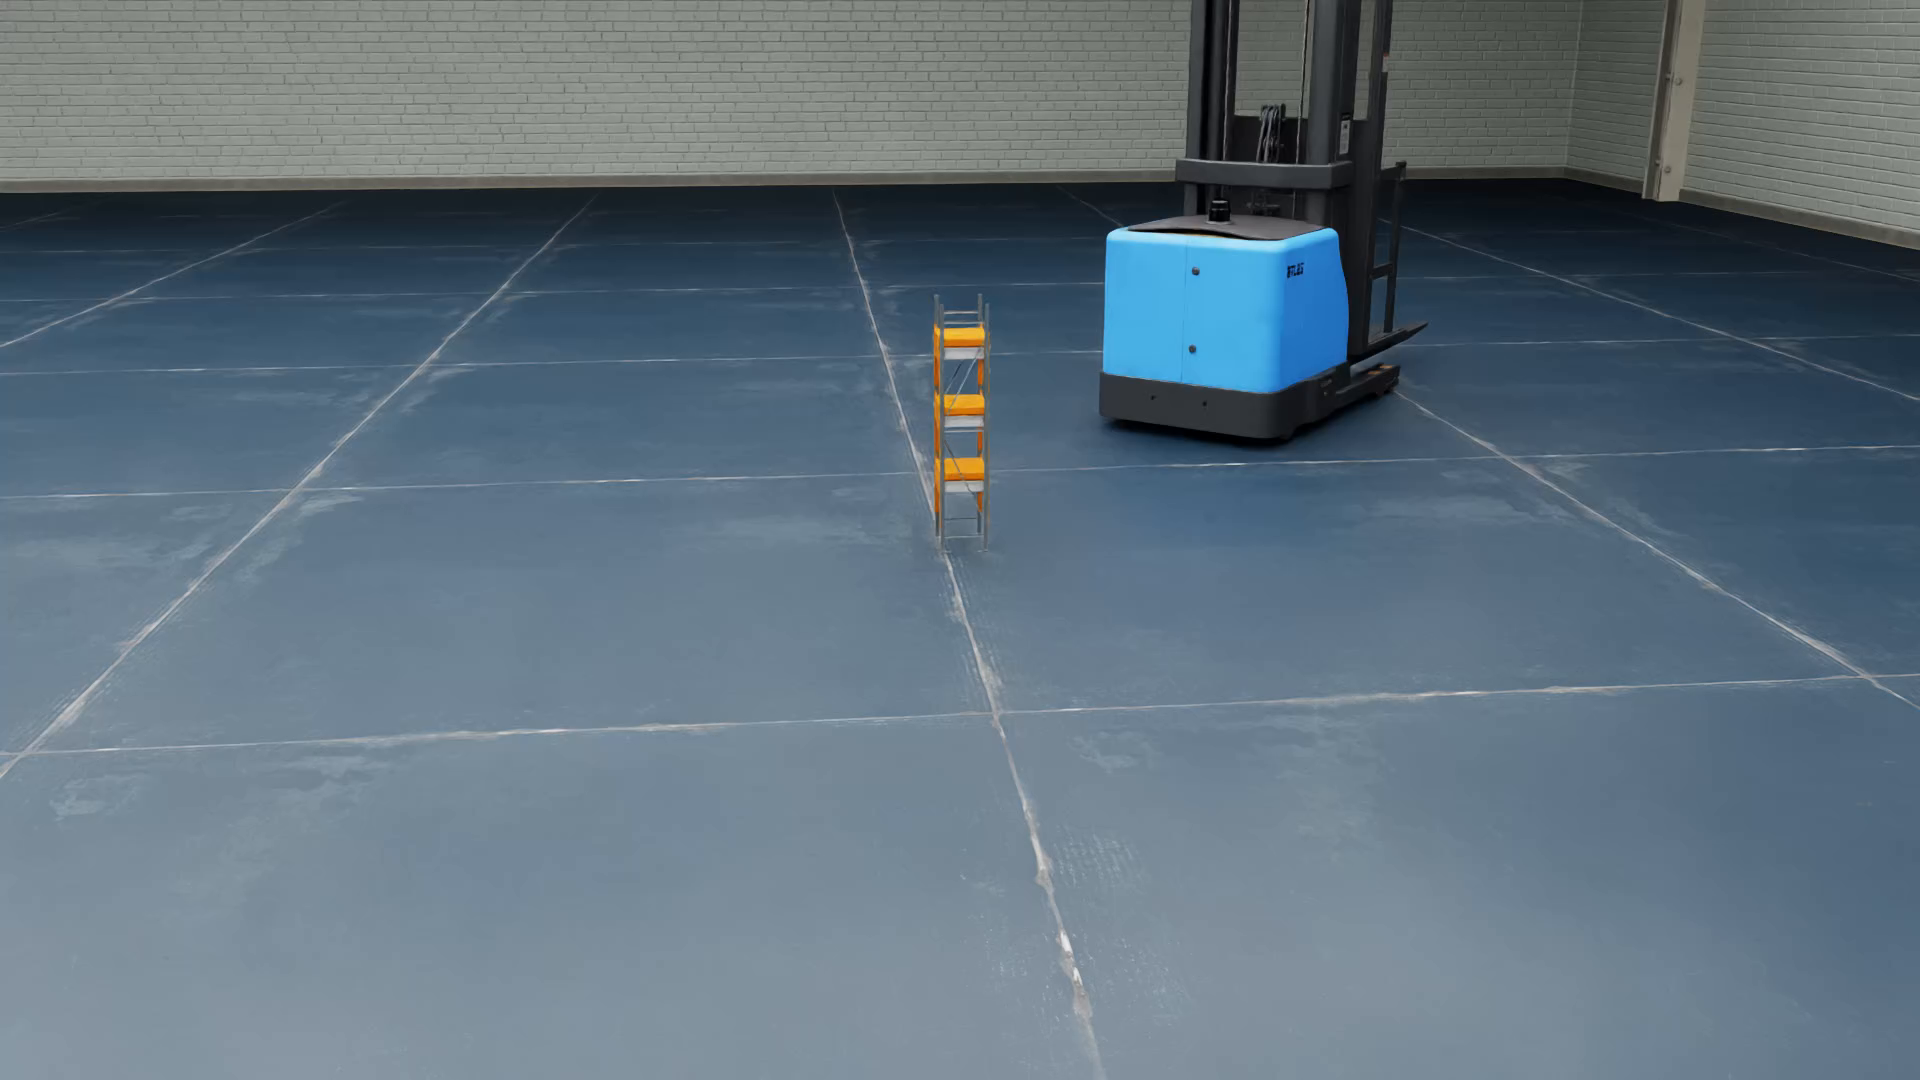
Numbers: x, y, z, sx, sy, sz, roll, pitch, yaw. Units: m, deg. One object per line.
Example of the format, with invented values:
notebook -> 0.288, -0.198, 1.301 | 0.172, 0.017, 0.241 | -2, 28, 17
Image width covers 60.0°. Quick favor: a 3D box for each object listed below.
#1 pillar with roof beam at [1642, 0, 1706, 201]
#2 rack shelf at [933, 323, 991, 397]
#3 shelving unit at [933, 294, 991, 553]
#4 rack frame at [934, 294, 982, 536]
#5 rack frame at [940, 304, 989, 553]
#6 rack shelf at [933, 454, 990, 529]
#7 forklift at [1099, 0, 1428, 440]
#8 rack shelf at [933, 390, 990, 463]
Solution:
pillar with roof beam -> 4.415, -8.383, 18.857 | 9.100, 9.000, 0.400 | -2, 18, -6
rack shelf -> 0.005, -0.746, 6.887 | 0.215, 0.259, 0.240 | -2, 18, -6
shelving unit -> 0.005, -0.485, 6.969 | 0.215, 1.050, 0.252 | -2, 18, -6
rack frame -> -0.007, -0.521, 7.085 | 0.200, 1.050, 0.008 | -2, 18, -6
rack frame -> 0.018, -0.449, 6.853 | 0.200, 1.050, 0.008 | -2, 18, -6
rack shelf -> 0.006, -0.210, 7.055 | 0.215, 0.259, 0.240 | -2, 18, -6
forklift -> 1.994, -2.307, 9.633 | 1.130, 2.935, 3.031 | 11, 21, 32
rack shelf -> 0.005, -0.475, 6.972 | 0.215, 0.259, 0.240 | -2, 18, -6
